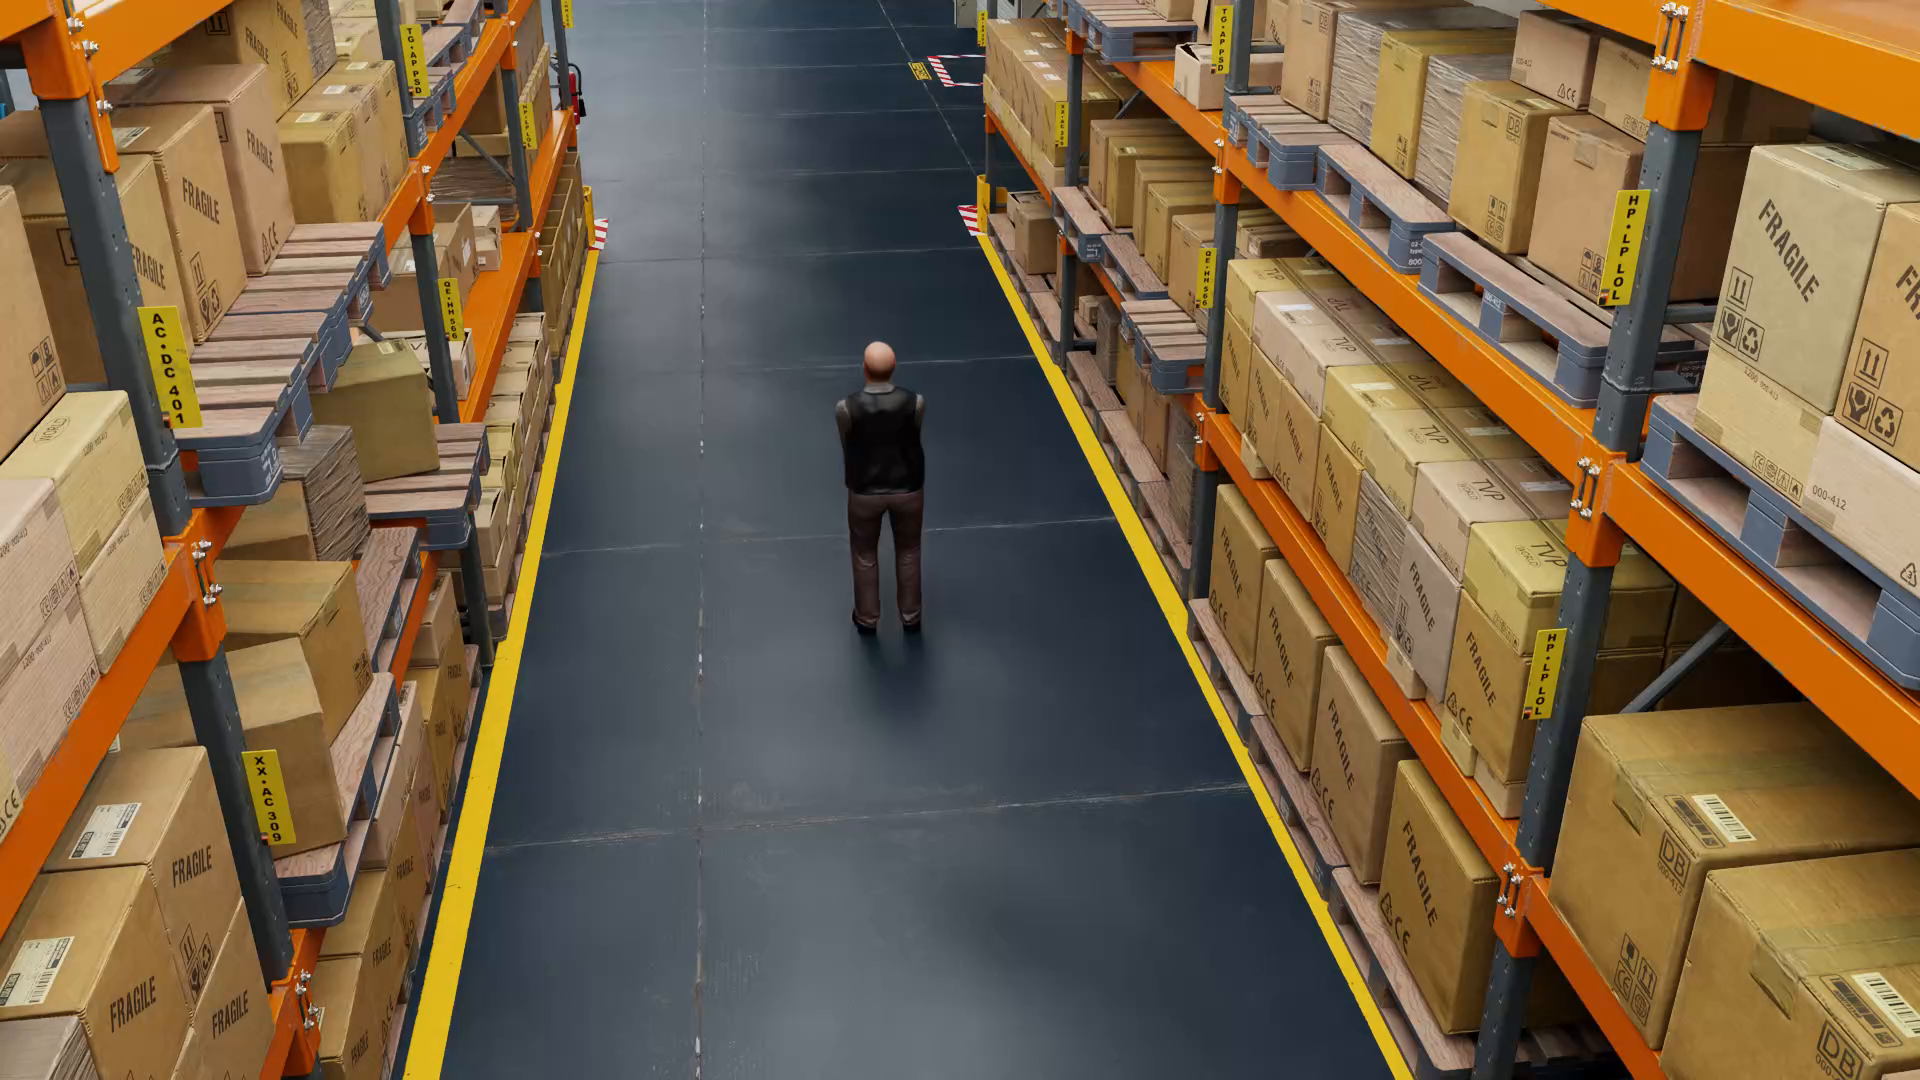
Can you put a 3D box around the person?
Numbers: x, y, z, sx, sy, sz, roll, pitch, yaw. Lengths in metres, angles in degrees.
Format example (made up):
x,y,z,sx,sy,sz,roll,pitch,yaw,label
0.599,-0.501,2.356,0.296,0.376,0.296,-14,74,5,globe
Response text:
x,y,z,sx,sy,sz,roll,pitch,yaw,label
-0.443,-0.315,9.270,0.495,1.721,0.560,-4,27,-8,person
